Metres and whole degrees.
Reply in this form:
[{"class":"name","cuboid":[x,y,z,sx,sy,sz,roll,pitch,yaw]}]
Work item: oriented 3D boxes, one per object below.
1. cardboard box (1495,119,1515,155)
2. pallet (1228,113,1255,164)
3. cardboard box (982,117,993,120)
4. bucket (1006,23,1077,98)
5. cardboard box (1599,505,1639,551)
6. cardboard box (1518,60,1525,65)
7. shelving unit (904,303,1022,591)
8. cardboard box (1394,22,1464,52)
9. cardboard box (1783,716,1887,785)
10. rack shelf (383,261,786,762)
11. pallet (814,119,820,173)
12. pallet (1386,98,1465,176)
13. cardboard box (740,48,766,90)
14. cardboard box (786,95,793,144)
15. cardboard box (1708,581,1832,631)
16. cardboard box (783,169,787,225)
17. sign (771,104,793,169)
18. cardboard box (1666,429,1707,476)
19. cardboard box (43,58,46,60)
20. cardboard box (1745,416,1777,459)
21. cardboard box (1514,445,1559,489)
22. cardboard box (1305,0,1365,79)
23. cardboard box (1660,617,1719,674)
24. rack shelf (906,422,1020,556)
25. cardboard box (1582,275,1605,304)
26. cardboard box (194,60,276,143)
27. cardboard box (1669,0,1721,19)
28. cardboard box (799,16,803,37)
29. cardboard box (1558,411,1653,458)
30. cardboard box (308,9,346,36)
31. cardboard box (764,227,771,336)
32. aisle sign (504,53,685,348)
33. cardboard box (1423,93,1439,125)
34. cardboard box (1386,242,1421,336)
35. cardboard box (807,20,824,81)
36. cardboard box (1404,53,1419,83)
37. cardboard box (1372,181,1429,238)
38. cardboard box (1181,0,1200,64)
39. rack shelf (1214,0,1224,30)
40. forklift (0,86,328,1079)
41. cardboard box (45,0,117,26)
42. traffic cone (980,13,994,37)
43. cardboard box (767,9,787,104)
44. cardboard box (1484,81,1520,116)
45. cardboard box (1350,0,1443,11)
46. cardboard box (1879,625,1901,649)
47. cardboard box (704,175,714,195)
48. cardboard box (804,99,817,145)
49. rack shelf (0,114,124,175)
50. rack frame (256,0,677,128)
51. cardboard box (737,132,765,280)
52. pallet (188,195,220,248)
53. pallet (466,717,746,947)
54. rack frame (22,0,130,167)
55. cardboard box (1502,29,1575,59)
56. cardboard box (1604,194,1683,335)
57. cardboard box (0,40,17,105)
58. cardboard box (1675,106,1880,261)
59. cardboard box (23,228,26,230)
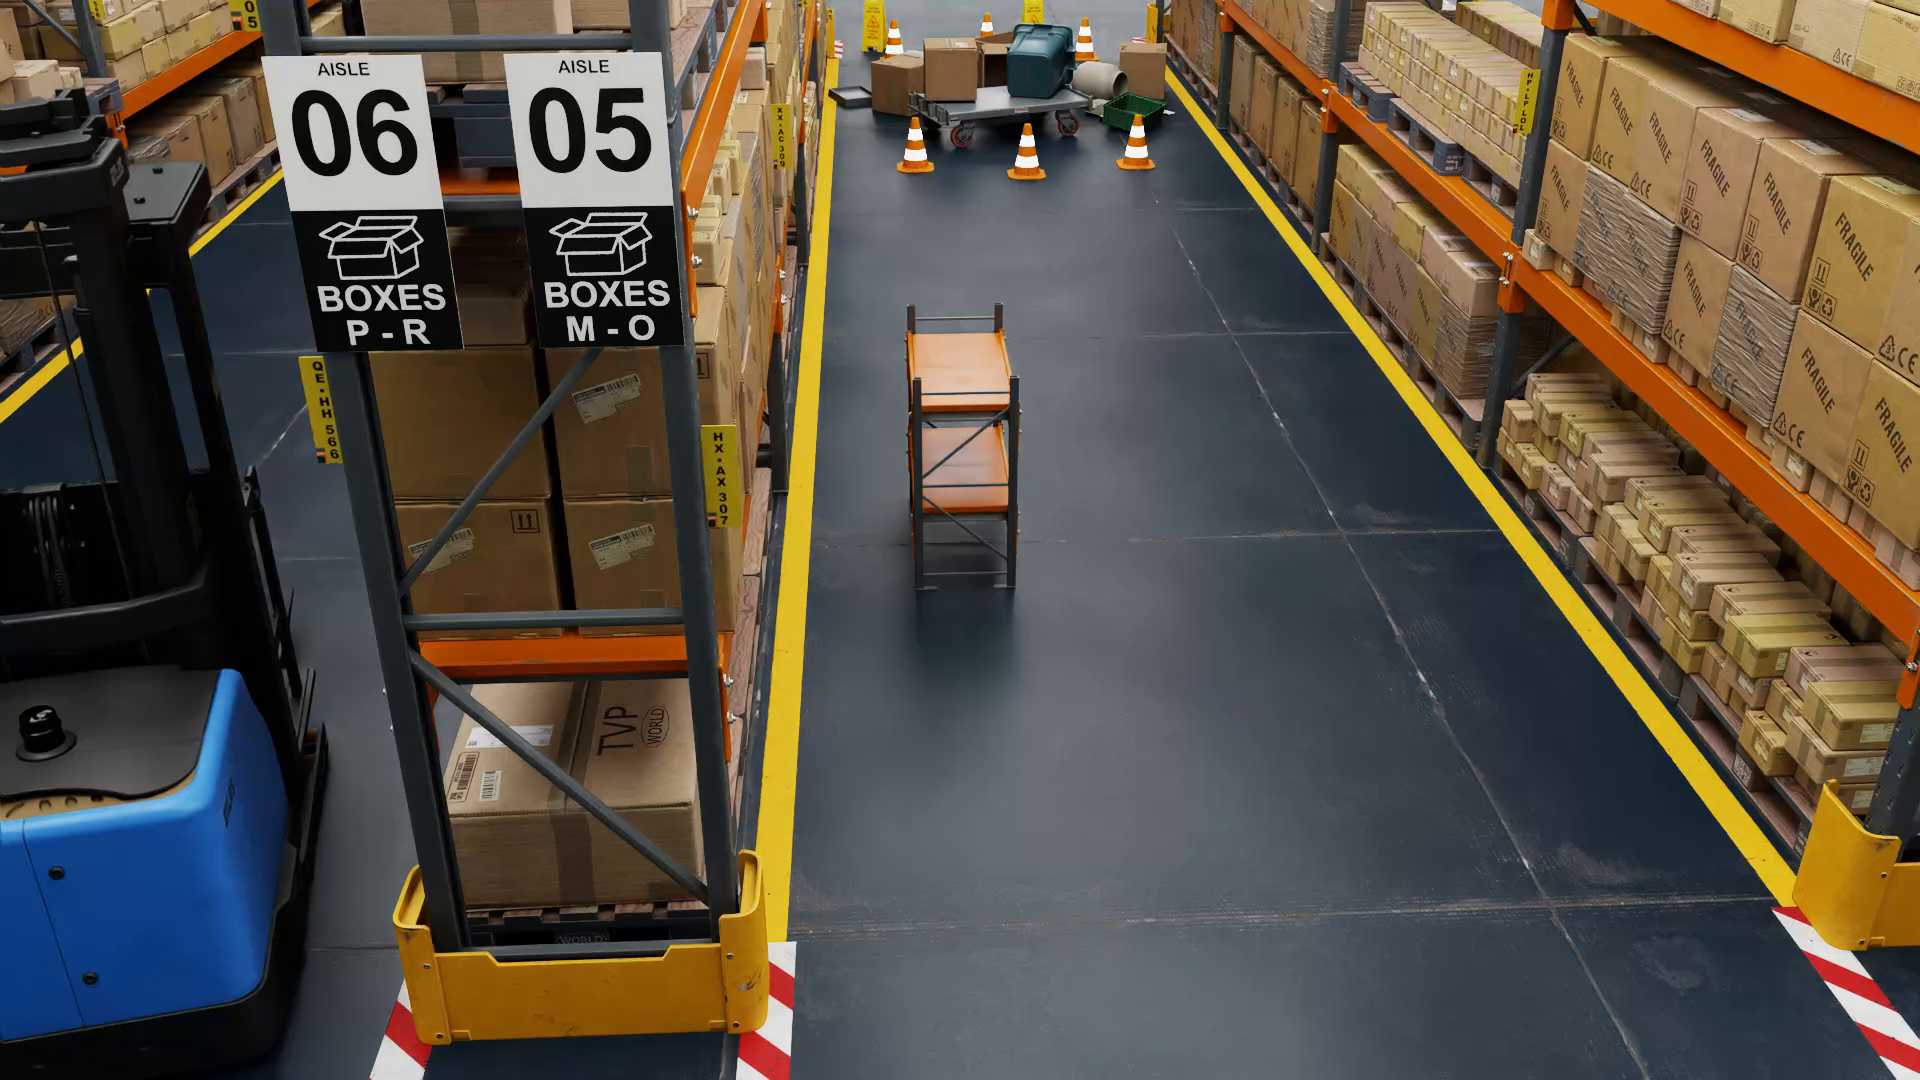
[{"class":"cardboard box","cuboid":[3.249,-2.274,9.363,0.380,0.149,0.250,-1,28,-2]},{"class":"pallet","cuboid":[3.180,-3.870,15.943,1.003,0.211,1.213,-1,28,-3]},{"class":"cardboard box","cuboid":[0.227,-4.511,17.112,0.258,0.266,0.396,-23,35,-37]},{"class":"bucket","cuboid":[0.755,-4.691,16.397,0.726,0.611,0.620,8,39,15]},{"class":"cardboard box","cuboid":[3.285,-0.049,7.907,0.380,0.149,0.250,-2,28,-3]},{"class":"cardboard box","cuboid":[3.823,-3.008,10.769,0.380,0.149,0.250,-1,28,-1]},{"class":"shelving unit","cuboid":[0.000,-0.496,8.484,0.538,1.125,1.048,-1,28,-3]},{"class":"cardboard box","cuboid":[3.142,-3.375,11.151,0.380,0.149,0.250,-3,28,-5]},{"class":"cardboard box","cuboid":[3.379,0.790,6.300,0.380,0.149,0.250,-2,28,-4]},{"class":"rack shelf","cuboid":[-1.351,-0.358,6.971,1.077,0.370,4.000,-1,28,-3]},{"class":"pallet","cuboid":[-1.831,-3.699,15.614,1.003,0.211,1.213,-1,28,-3]},{"class":"pallet","cuboid":[3.418,-2.616,10.729,1.003,0.211,1.213,-1,28,-3]},{"class":"cardboard box","cuboid":[-1.122,-2.241,7.913,0.380,0.149,0.250,-2,28,-4]},{"class":"cardboard box","cuboid":[-1.252,-2.440,9.805,0.500,0.250,0.500,-1,28,-2]},{"class":"cardboard box","cuboid":[3.364,0.301,6.915,0.380,0.149,0.250,-2,28,-5]},{"class":"cardboard box","cuboid":[-1.244,-1.983,9.470,0.500,0.250,0.500,-2,28,-4]},{"class":"sign","cuboid":[-0.902,-2.034,8.384,0.100,0.325,0.005,-1,28,-3]},{"class":"cardboard box","cuboid":[3.770,-0.441,8.338,0.380,0.149,0.250,-1,28,-1]},{"class":"cardboard box","cuboid":[-6.900,-3.461,12.305,0.500,0.250,0.500,-2,28,-4]},{"class":"cardboard box","cuboid":[3.367,-0.423,6.589,0.380,0.149,0.250,-3,28,-5]},{"class":"cardboard box","cuboid":[3.194,-0.390,8.883,0.380,0.149,0.250,-1,28,-1]},{"class":"cardboard box","cuboid":[2.982,-3.860,12.799,0.500,0.500,0.500,-1,28,-3]},{"class":"cardboard box","cuboid":[3.311,0.450,7.273,0.380,0.149,0.250,-3,28,-5]},{"class":"rack shelf","cuboid":[0.000,-0.279,8.597,0.538,0.278,1.000,-1,28,-3]},{"class":"cardboard box","cuboid":[3.324,-1.277,8.227,0.380,0.149,0.250,-3,28,-5]},{"class":"cardboard box","cuboid":[-6.792,-4.066,15.416,0.875,0.625,0.625,0,28,0]},{"class":"cardboard box","cuboid":[3.286,-2.338,6.908,0.500,0.250,0.500,0,28,0]},{"class":"cardboard box","cuboid":[-1.439,-4.064,13.115,0.380,0.149,0.250,-1,28,-2]},{"class":"cardboard box","cuboid":[3.311,-0.544,8.536,0.380,0.149,0.250,-2,28,-3]},{"class":"cardboard box","cuboid":[-6.596,-5.281,17.069,0.500,0.250,0.500,0,28,-1]},{"class":"cardboard box","cuboid":[-1.144,-1.199,7.698,0.500,0.500,0.500,-2,28,-4]},{"class":"aisle sign","cuboid":[-0.954,-0.880,4.382,0.394,0.787,0.004,-1,28,-3]},{"class":"cardboard box","cuboid":[3.179,-2.745,10.587,0.380,0.149,0.250,-2,28,-4]},{"class":"cardboard box","cuboid":[3.143,-1.654,10.927,0.500,0.500,0.500,-2,28,-4]},{"class":"cardboard box","cuboid":[-1.635,-4.874,16.559,0.500,0.500,0.500,0,28,0]},{"class":"cardboard box","cuboid":[3.157,-3.113,10.970,0.380,0.149,0.250,-1,28,-3]},{"class":"cardboard box","cuboid":[3.107,-2.237,11.234,0.500,0.250,0.500,-1,28,-2]},{"class":"cardboard box","cuboid":[3.005,-5.835,18.537,0.875,0.875,0.875,-2,28,-3]},{"class":"rack shelf","cuboid":[2.960,-6.066,17.915,1.077,0.370,4.000,-1,28,-3]},{"class":"forklift","cuboid":[-3.108,-0.180,5.926,1.130,2.935,3.031,-7,28,-13]},{"class":"cardboard box","cuboid":[-6.344,-3.813,12.007,0.380,0.149,0.250,-1,28,-1]},{"class":"traffic cone","cuboid":[0.319,-6.034,19.819,0.336,0.463,0.334,-1,28,-3]},{"class":"cardboard box","cuboid":[-1.270,-2.764,9.617,0.500,0.500,0.500,-2,28,-4]},{"class":"cardboard box","cuboid":[3.240,-2.530,9.530,0.380,0.149,0.250,-2,28,-4]},{"class":"cardboard box","cuboid":[3.260,-4.309,12.579,0.700,0.500,0.500,-2,28,-3]},{"class":"cardboard box","cuboid":[3.983,0.400,6.724,0.380,0.149,0.250,-1,28,-3]},{"class":"cardboard box","cuboid":[-1.071,-1.183,5.883,0.380,0.149,0.250,-1,28,-2]},{"class":"cardboard box","cuboid":[-1.803,-3.742,15.069,0.950,0.372,0.625,0,28,1]},{"class":"rack shelf","cuboid":[-6.517,-2.084,10.279,1.077,0.370,4.000,-1,28,-3]},{"class":"rack frame","cuboid":[-1.247,-2.413,3.646,1.000,3.000,0.127,-1,28,-3]},{"class":"cardboard box","cuboid":[-1.101,-1.408,7.016,0.500,0.500,0.500,-1,28,-2]},{"class":"pallet","cuboid":[-6.625,-2.471,13.260,1.003,0.211,1.213,-1,28,-3]},{"class":"pallet","cuboid":[-1.367,1.116,6.383,1.003,0.211,1.213,-1,28,-3]},{"class":"rack frame","cuboid":[-6.621,-3.326,11.884,1.000,3.000,0.127,-1,28,-3]},{"class":"cardboard box","cuboid":[3.806,-3.266,10.942,0.380,0.149,0.250,-1,28,-3]},{"class":"cardboard box","cuboid":[3.280,-1.246,7.466,0.500,0.500,0.500,-2,28,-4]},{"class":"cardboard box","cuboid":[-6.351,-2.809,10.326,0.797,0.503,0.637,-2,28,-4]},{"class":"cardboard box","cuboid":[3.325,-1.463,6.800,0.500,0.500,0.500,-2,28,-4]},{"class":"cardboard box","cuboid":[-6.346,-1.984,10.857,0.380,0.149,0.250,-2,28,-3]}]
